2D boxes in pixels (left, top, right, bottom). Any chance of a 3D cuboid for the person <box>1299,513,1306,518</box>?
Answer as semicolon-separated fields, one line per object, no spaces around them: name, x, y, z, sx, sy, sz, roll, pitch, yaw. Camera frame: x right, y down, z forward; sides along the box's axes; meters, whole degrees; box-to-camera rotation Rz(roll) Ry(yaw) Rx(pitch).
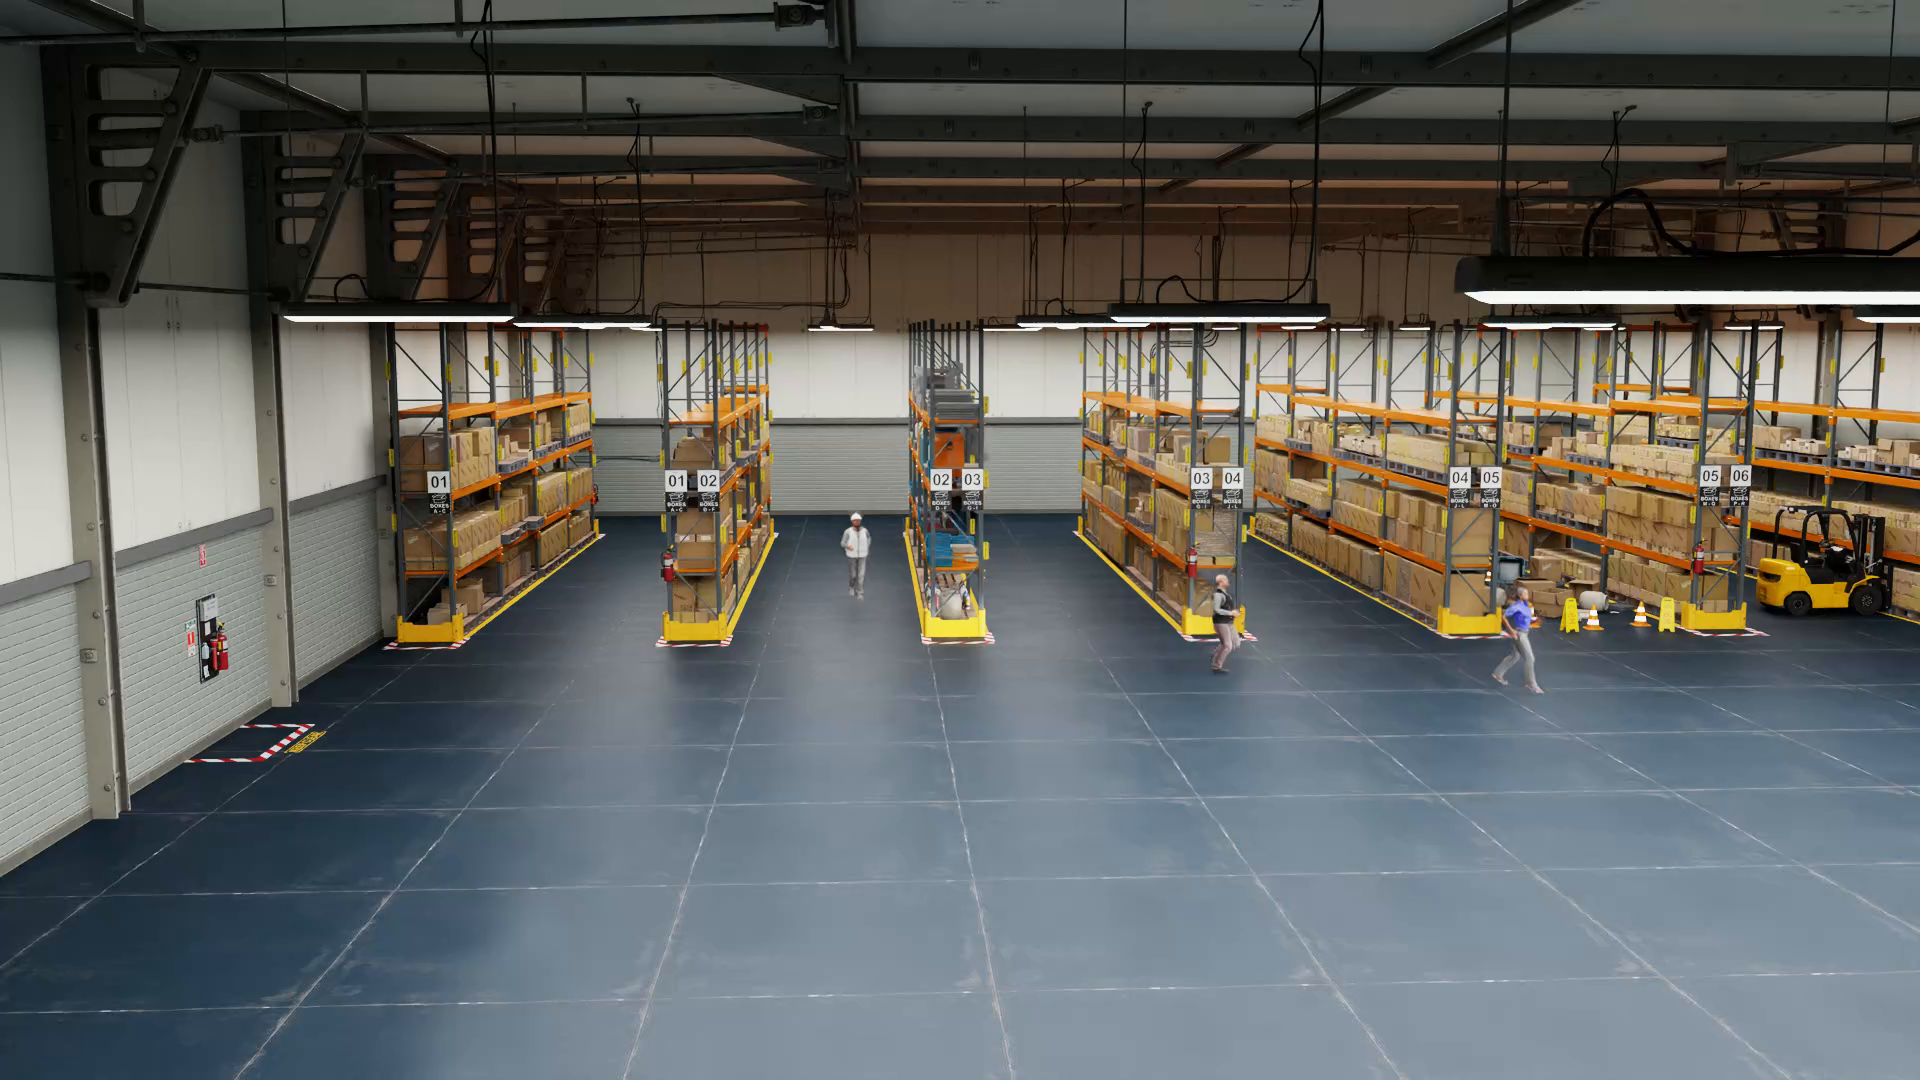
person;10.249;-1.232;49.246;0.848;1.735;0.715;0;7;3

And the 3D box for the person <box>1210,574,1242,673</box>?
person;4.504;1.416;28.129;0.583;1.675;0.613;3;8;23

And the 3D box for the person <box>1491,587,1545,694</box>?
person;8.998;1.599;26.749;0.869;1.675;0.563;4;8;30

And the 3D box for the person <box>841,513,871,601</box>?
person;-2.103;0.338;34.117;0.663;1.764;0.842;-2;7;-15
